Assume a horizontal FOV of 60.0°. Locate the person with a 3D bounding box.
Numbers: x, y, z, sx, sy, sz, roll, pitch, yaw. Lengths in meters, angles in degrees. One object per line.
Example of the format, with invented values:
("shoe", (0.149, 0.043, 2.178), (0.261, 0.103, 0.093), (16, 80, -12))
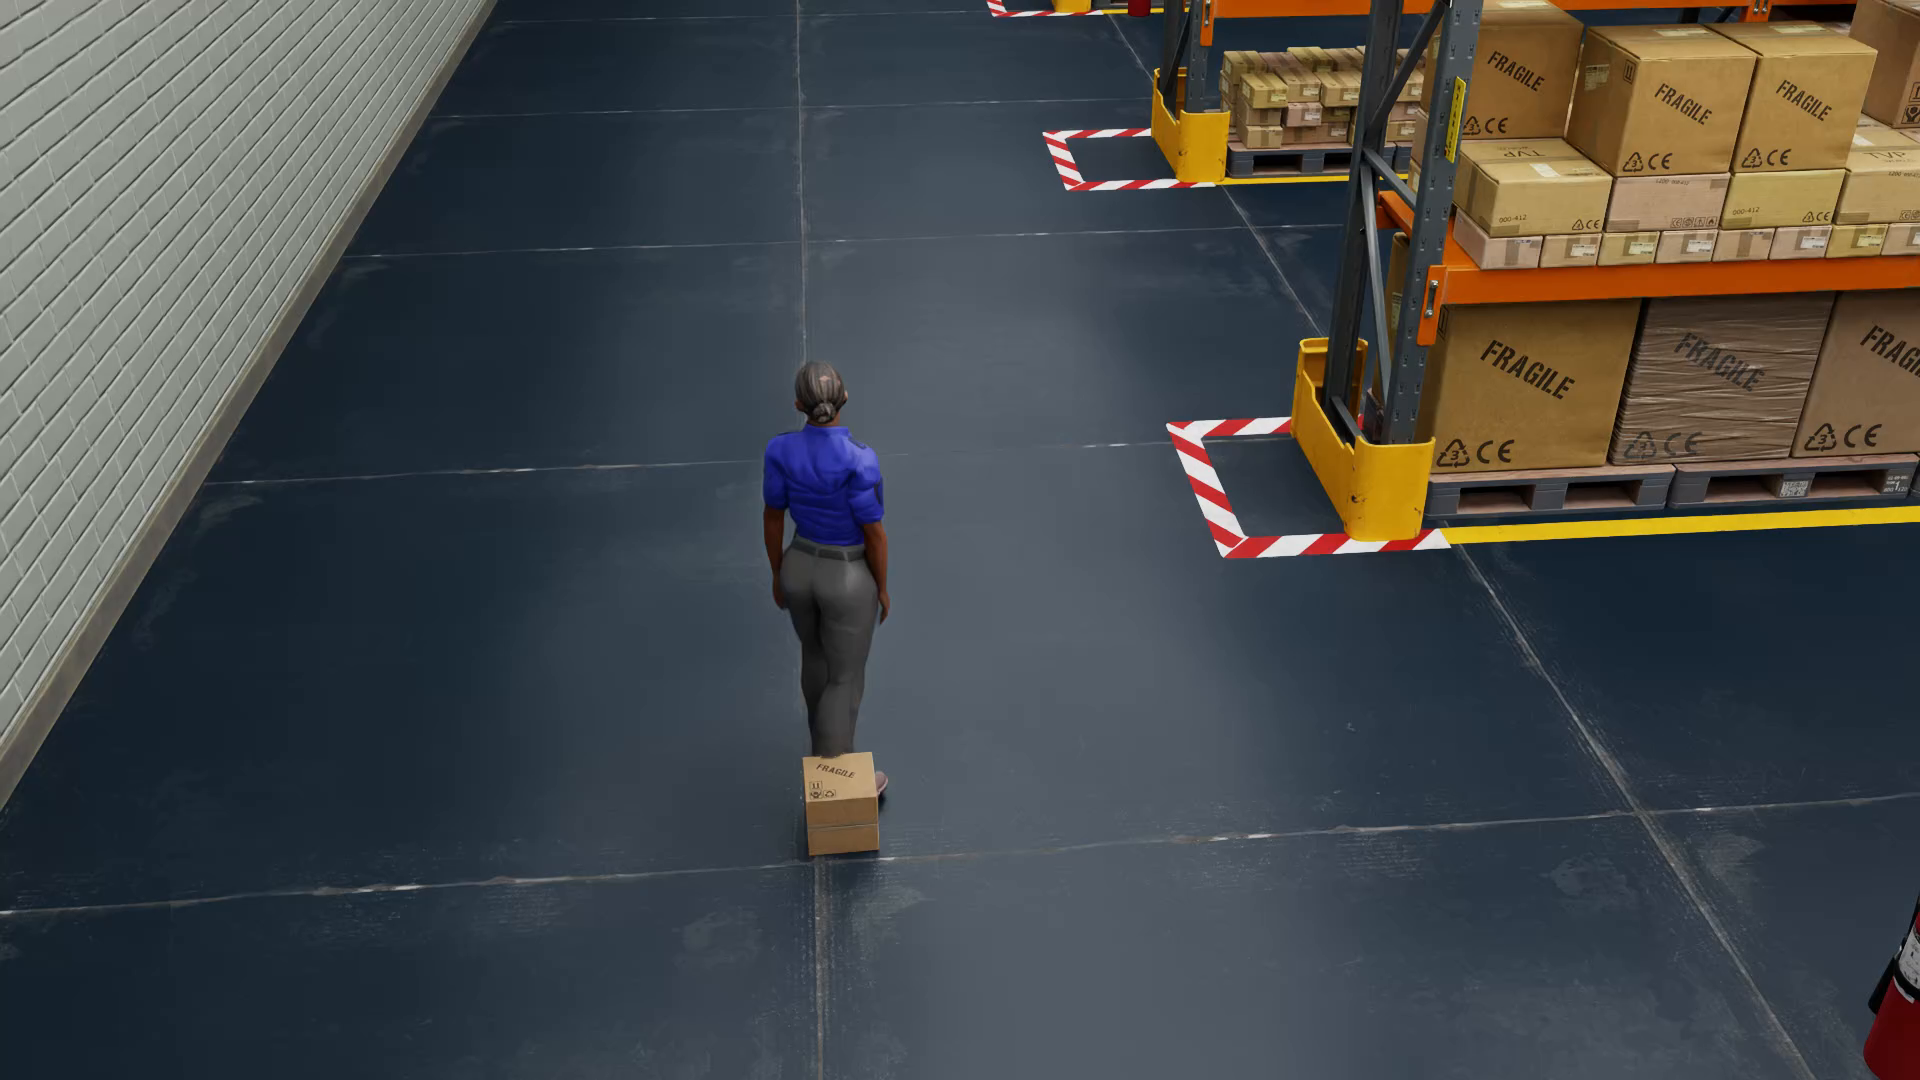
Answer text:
("person", (-0.459, 0.153, 5.884), (0.487, 1.655, 0.548), (15, 34, 23))
